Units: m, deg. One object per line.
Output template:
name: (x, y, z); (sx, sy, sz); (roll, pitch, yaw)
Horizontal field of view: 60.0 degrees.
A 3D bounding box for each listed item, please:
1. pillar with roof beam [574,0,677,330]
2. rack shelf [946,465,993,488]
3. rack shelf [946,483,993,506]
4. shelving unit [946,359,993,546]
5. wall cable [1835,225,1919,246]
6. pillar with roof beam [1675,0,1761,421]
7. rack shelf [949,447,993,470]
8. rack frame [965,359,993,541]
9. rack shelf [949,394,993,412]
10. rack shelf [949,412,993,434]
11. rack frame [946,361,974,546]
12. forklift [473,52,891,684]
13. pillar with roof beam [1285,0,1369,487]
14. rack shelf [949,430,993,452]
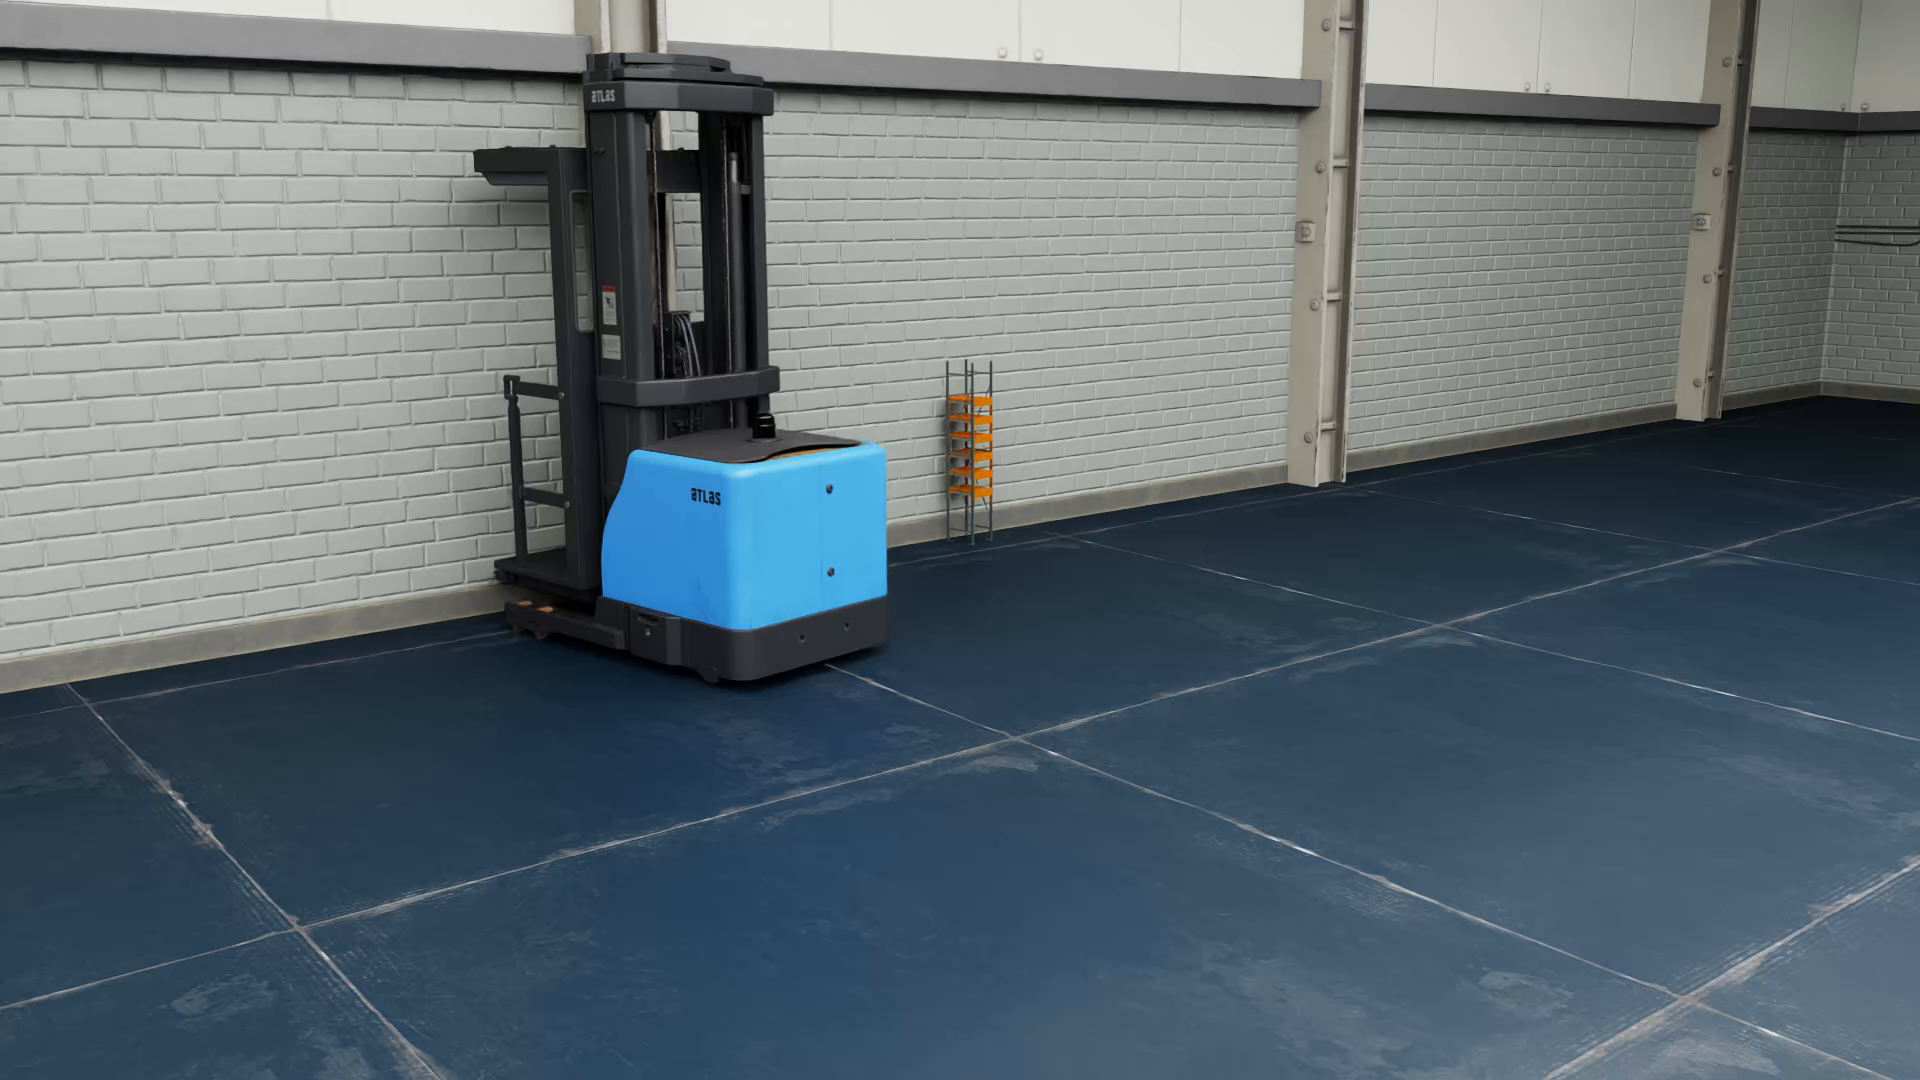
pillar with roof beam: (0.852, -3.393, 5.441); (0.400, 9.000, 9.100); (-9, 15, -38)
rack shelf: (0.063, -0.420, 11.008); (0.258, 0.103, 0.180); (10, 16, 41)
rack shelf: (0.063, -0.303, 11.032); (0.258, 0.103, 0.180); (10, 16, 41)
shelving unit: (0.062, -0.581, 10.973); (0.258, 1.200, 0.189); (10, 16, 41)
wall cable: (10.659, -4.297, 17.175); (0.112, 2.526, 3.097); (-9, 15, -38)
pillar with roof beam: (10.222, -4.950, 12.774); (0.400, 9.000, 9.100); (-9, 15, -38)
rack shelf: (0.062, -0.538, 10.983); (0.258, 0.103, 0.180); (10, 16, 41)
rack frame: (0.124, -0.595, 11.040); (0.240, 1.200, 0.006); (10, 16, 41)
rack shelf: (0.061, -0.890, 10.908); (0.258, 0.103, 0.180); (10, 16, 41)
rack shelf: (0.061, -0.772, 10.933); (0.258, 0.103, 0.180); (10, 16, 41)
rack frame: (0.000, -0.567, 10.907); (0.240, 1.200, 0.006); (10, 16, 41)
forklift: (-1.784, -0.991, 8.739); (3.031, 2.935, 1.130); (10, 16, 41)
pillar with roof beam: (5.537, -4.171, 9.108); (0.400, 9.000, 9.100); (-9, 15, -38)
rack shelf: (0.062, -0.655, 10.958); (0.258, 0.103, 0.180); (10, 16, 41)
